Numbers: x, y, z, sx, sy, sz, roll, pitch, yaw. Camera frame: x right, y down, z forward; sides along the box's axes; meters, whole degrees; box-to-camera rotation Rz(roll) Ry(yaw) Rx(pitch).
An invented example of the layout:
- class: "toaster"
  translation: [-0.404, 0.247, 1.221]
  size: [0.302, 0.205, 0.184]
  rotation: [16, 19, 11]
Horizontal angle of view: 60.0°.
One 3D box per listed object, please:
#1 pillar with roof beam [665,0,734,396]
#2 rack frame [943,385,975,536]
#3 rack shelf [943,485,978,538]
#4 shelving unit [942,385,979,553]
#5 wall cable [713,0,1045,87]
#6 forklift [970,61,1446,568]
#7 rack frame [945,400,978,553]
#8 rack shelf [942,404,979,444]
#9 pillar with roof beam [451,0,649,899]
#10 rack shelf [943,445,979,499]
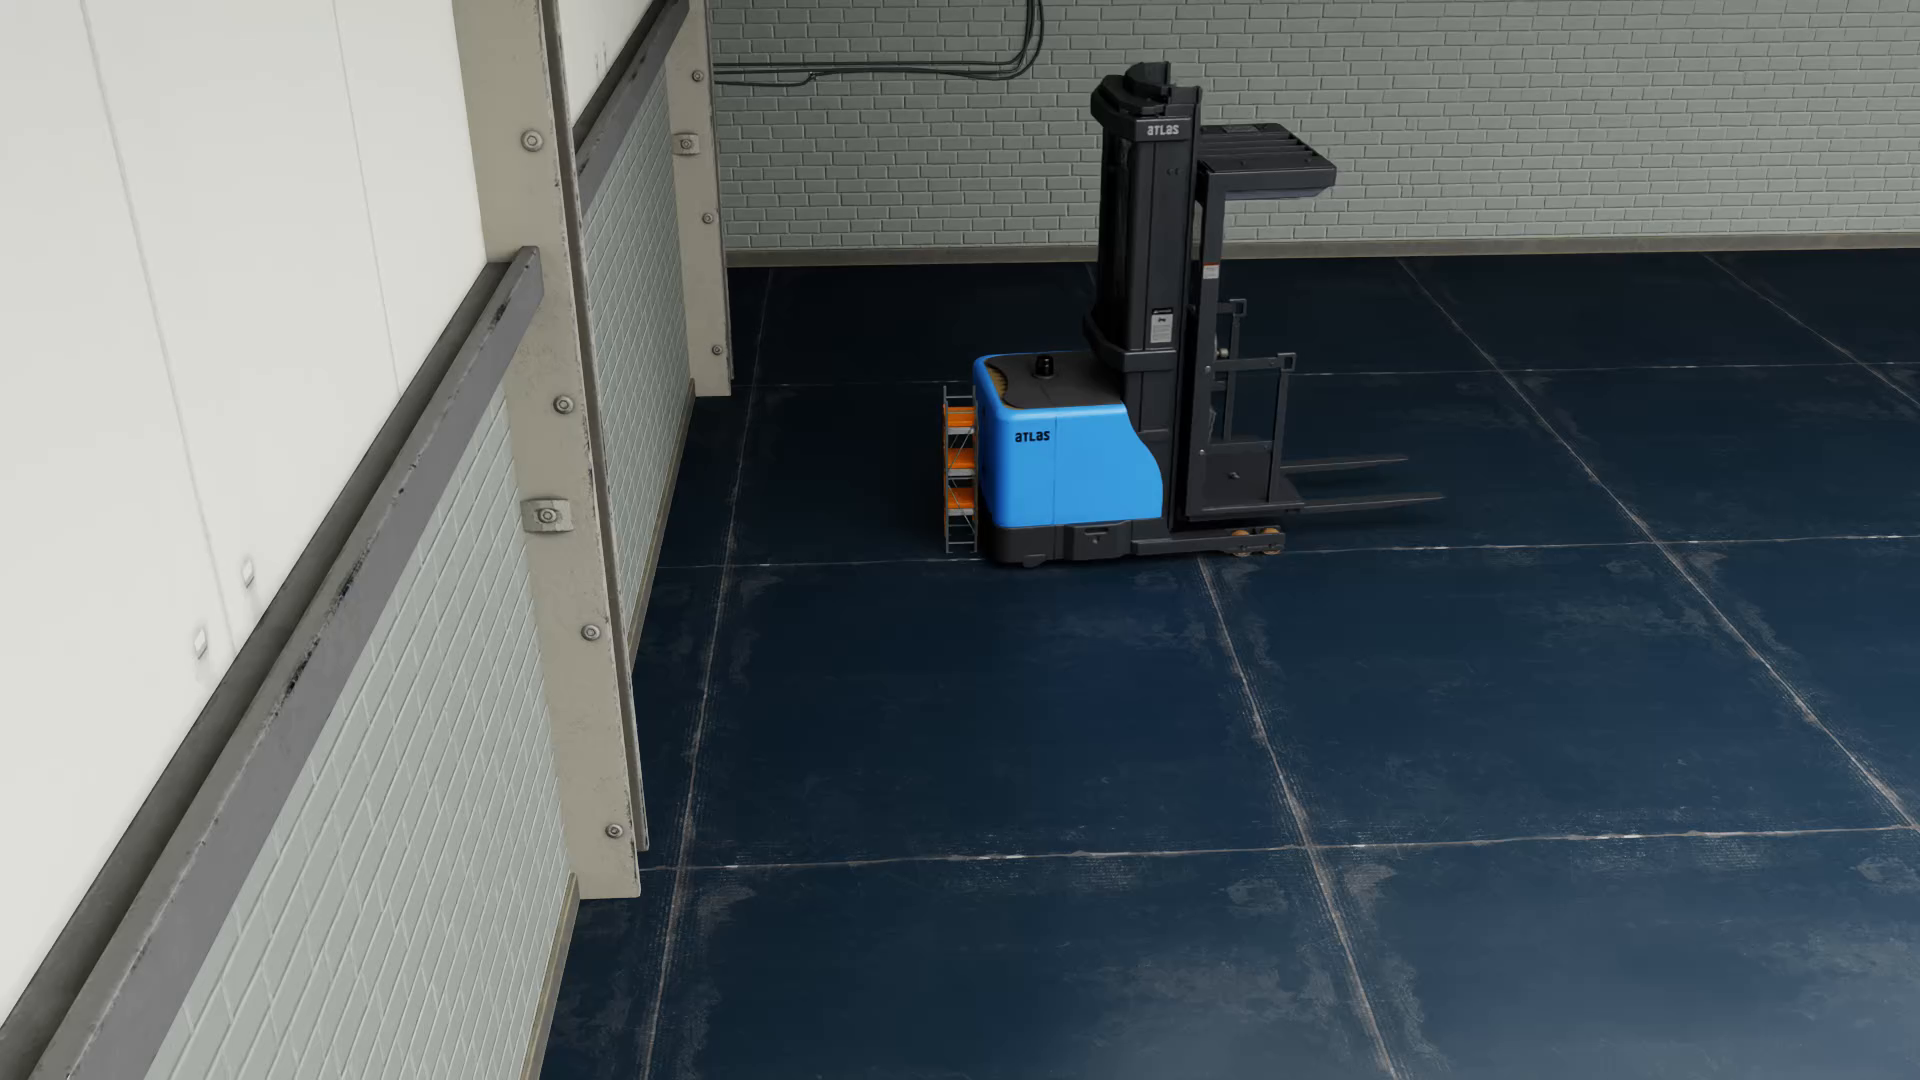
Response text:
- class: "pillar with roof beam"
  translation: [2.345, -5.309, 11.259]
  size: [9.100, 9.000, 0.400]
  rotation: [-1, 28, -3]
- class: "rack frame"
  translation: [-0.004, -0.497, 10.630]
  size: [0.200, 1.050, 0.008]
  rotation: [-1, 28, -3]
- class: "rack shelf"
  translation: [0.003, -0.185, 10.655]
  size: [0.215, 0.259, 0.240]
  rotation: [-1, 28, -3]
- class: "shelving unit"
  translation: [0.003, -0.441, 10.522]
  size: [0.215, 1.050, 0.252]
  rotation: [-1, 28, -3]
- class: "wall cable"
  translation: [-0.787, -5.220, 14.448]
  size: [3.097, 2.526, 0.112]
  rotation: [-1, 28, -3]
- class: "forklift"
  translation: [1.631, -1.430, 10.384]
  size: [3.031, 2.935, 1.130]
  rotation: [-4, 28, -8]
- class: "rack frame"
  translation: [0.009, -0.384, 10.414]
  size: [0.200, 1.050, 0.008]
  rotation: [-1, 28, -3]
- class: "rack shelf"
  translation: [0.003, -0.683, 10.396]
  size: [0.215, 0.259, 0.240]
  rotation: [-1, 28, -3]
- class: "pillar with roof beam"
  translation: [2.658, -2.538, 5.947]
  size: [9.100, 9.000, 0.400]
  rotation: [-1, 28, -3]
- class: "rack shelf"
  translation: [0.003, -0.431, 10.527]
  size: [0.215, 0.259, 0.240]
  rotation: [-1, 28, -3]
